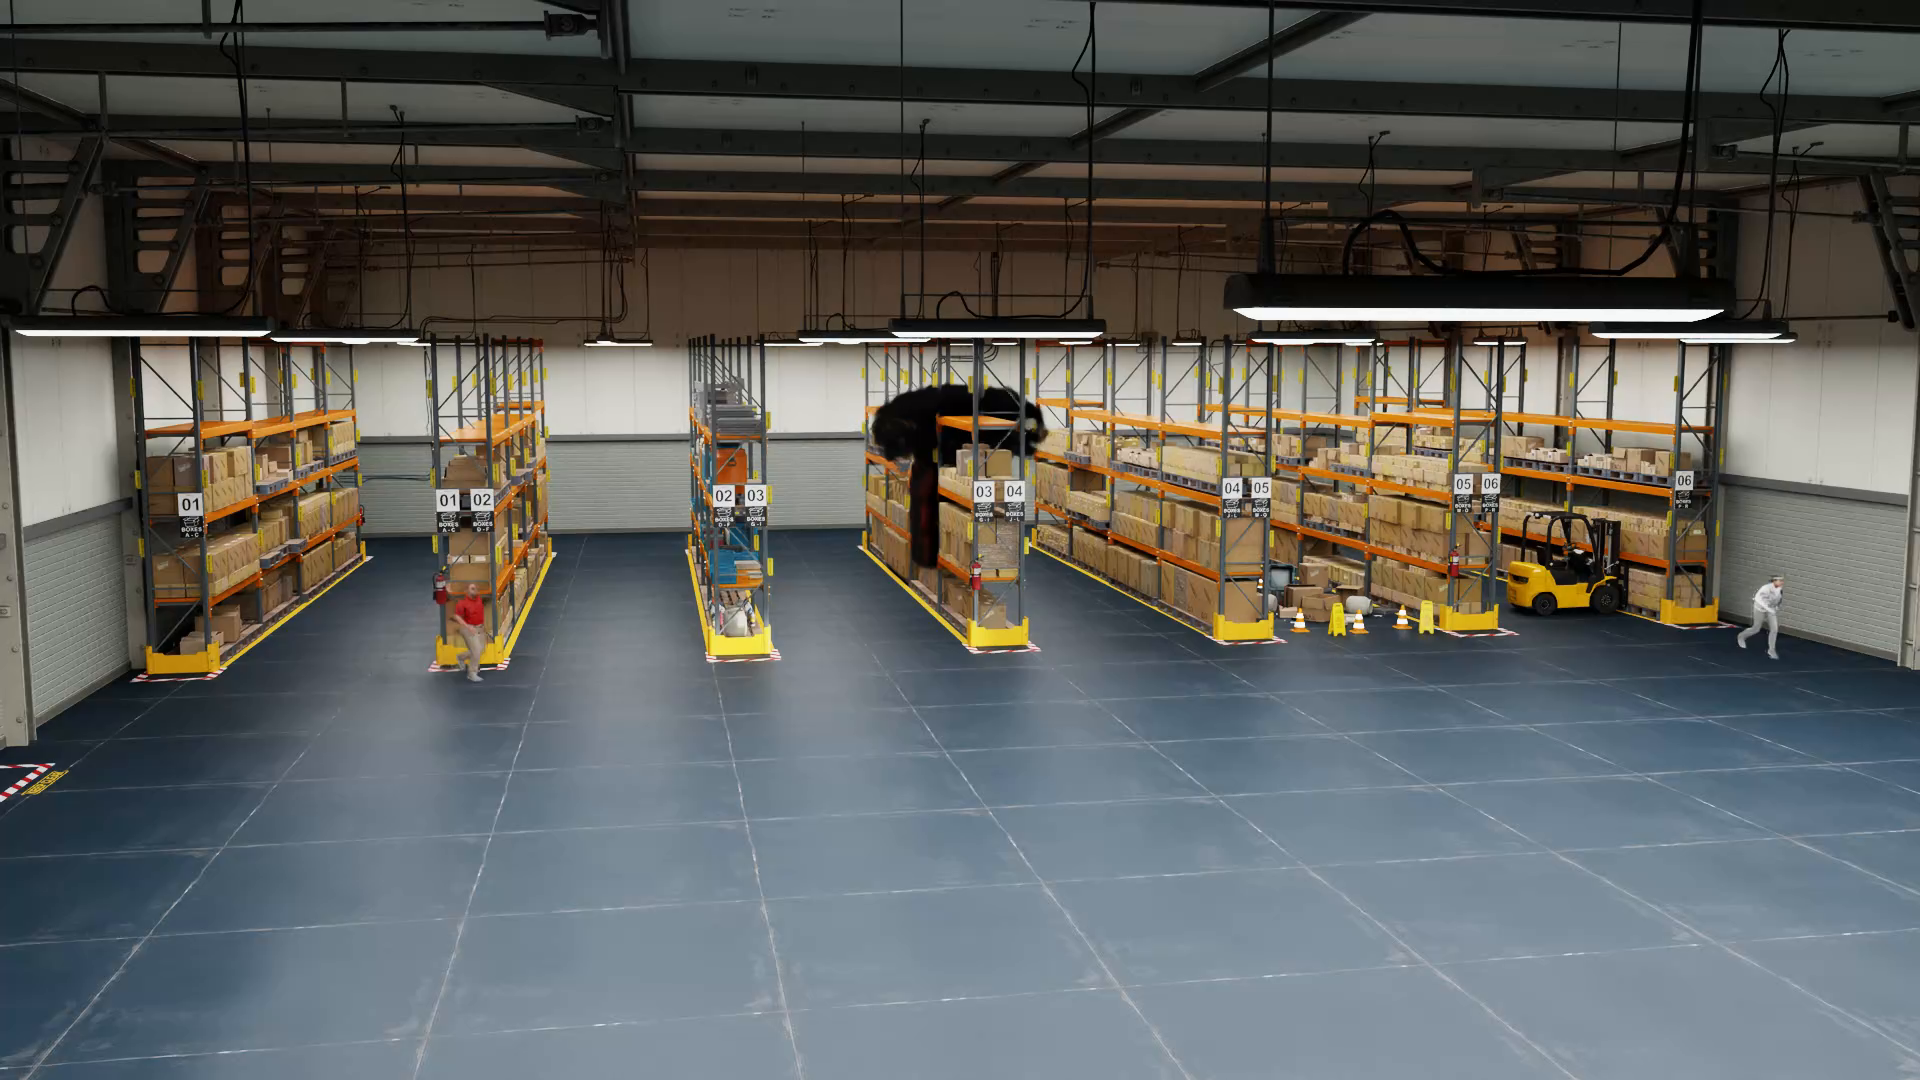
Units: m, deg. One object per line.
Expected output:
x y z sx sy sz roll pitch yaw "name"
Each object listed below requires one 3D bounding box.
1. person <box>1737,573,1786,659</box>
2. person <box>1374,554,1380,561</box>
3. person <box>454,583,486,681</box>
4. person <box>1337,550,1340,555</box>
15.048 1.380 31.235 0.654 1.627 0.977 -3 7 -24 "person"
10.659 0.083 41.746 0.658 1.772 1.084 -2 7 -16 "person"
-8.535 1.589 28.912 0.653 1.719 0.660 3 7 26 "person"
9.974 -0.253 44.493 0.710 1.743 0.949 -2 7 -15 "person"
